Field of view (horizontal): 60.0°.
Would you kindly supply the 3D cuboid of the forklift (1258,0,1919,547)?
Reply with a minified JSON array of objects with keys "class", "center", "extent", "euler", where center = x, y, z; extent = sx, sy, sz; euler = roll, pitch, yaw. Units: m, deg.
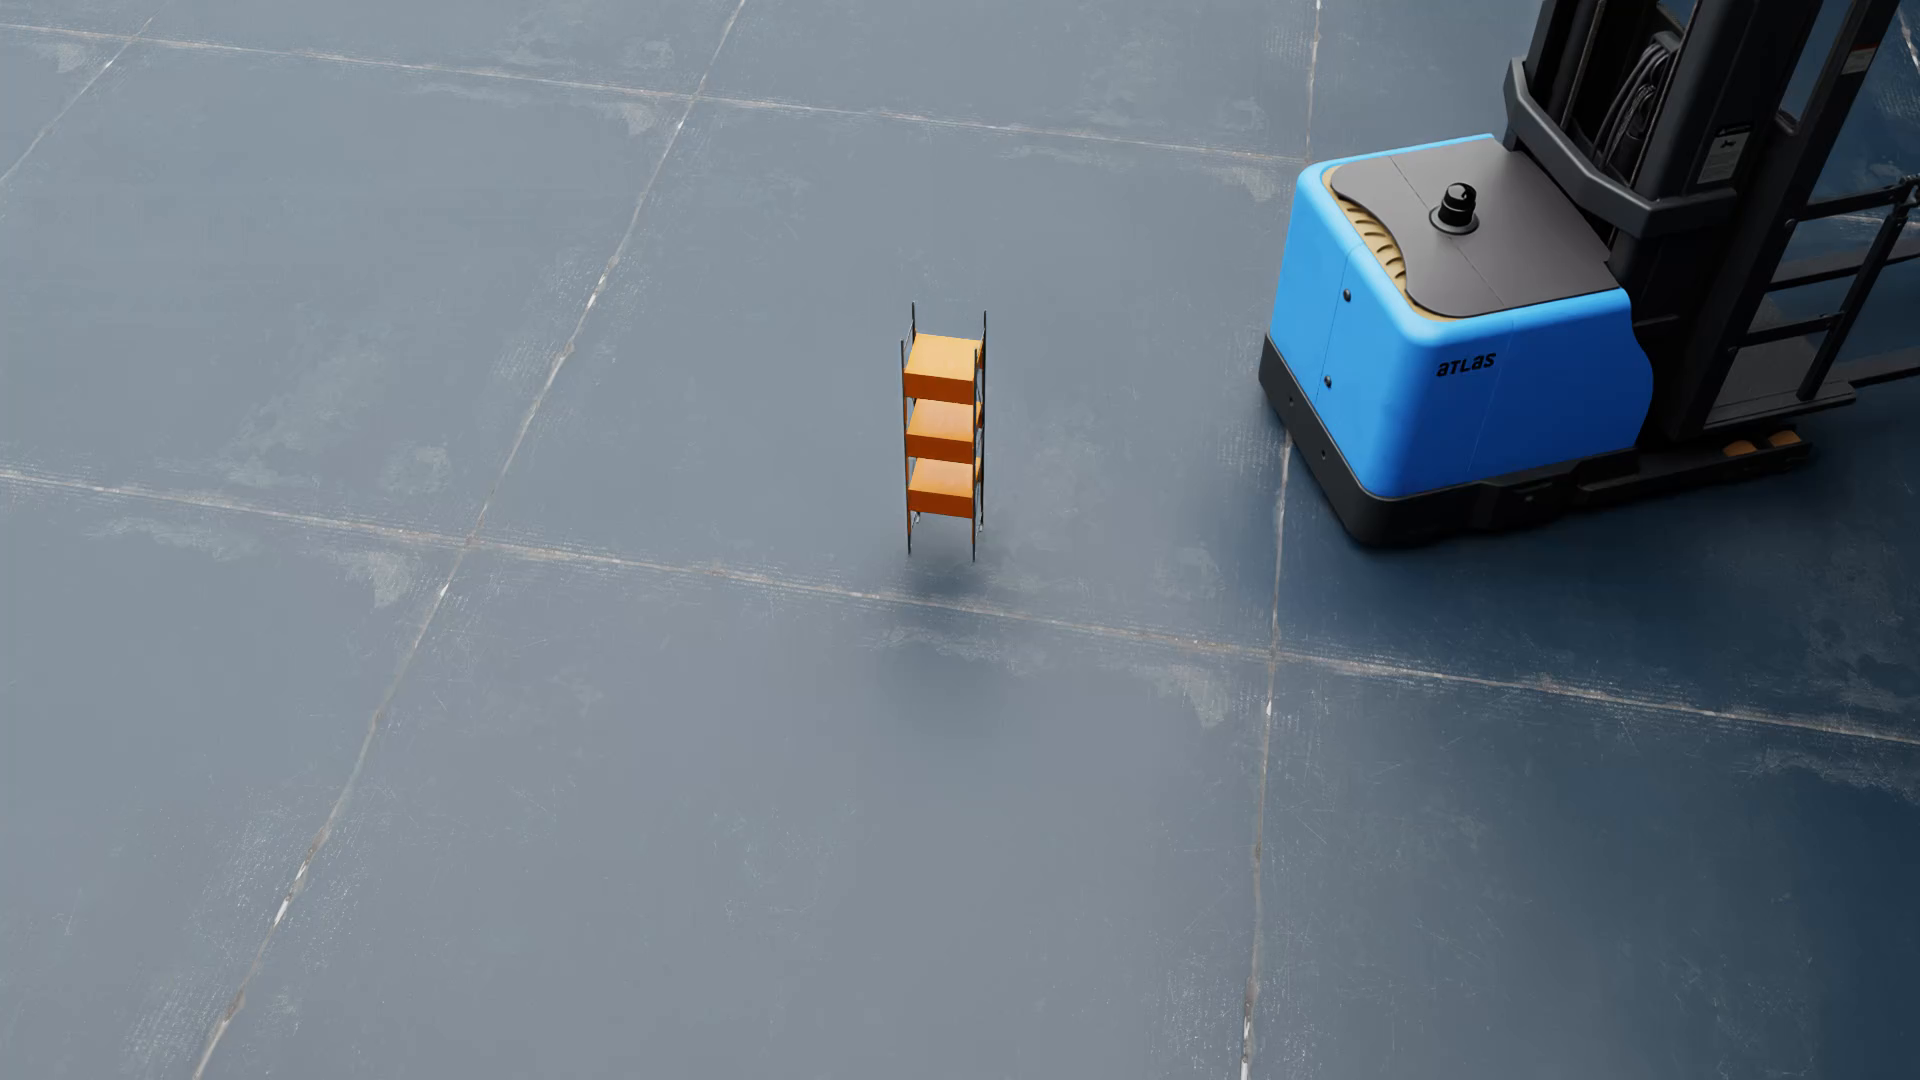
[{"class":"forklift","center":[2.785,-1.574,5.694],"extent":[3.031,2.935,1.130],"euler":[-12,49,-10]}]

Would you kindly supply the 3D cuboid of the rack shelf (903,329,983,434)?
[{"class":"rack shelf","center":[-0.053,-0.541,5.663],"extent":[0.240,0.259,0.215],"euler":[8,49,7]}]

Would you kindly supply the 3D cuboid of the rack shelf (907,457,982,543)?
[{"class":"rack shelf","center":[-0.053,-0.165,6.080],"extent":[0.240,0.259,0.215],"euler":[8,49,7]}]

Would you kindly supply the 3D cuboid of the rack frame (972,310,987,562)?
[{"class":"rack frame","center":[0.067,-0.342,5.851],"extent":[0.008,1.050,0.200],"euler":[8,49,7]}]

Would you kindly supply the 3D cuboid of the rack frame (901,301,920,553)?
[{"class":"rack frame","center":[-0.173,-0.374,5.880],"extent":[0.008,1.050,0.200],"euler":[8,49,7]}]

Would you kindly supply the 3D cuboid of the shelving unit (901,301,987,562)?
[{"class":"shelving unit","center":[-0.053,-0.358,5.866],"extent":[0.252,1.050,0.215],"euler":[8,49,7]}]

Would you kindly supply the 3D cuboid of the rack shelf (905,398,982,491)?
[{"class":"rack shelf","center":[-0.053,-0.351,5.874],"extent":[0.240,0.259,0.215],"euler":[8,49,7]}]
